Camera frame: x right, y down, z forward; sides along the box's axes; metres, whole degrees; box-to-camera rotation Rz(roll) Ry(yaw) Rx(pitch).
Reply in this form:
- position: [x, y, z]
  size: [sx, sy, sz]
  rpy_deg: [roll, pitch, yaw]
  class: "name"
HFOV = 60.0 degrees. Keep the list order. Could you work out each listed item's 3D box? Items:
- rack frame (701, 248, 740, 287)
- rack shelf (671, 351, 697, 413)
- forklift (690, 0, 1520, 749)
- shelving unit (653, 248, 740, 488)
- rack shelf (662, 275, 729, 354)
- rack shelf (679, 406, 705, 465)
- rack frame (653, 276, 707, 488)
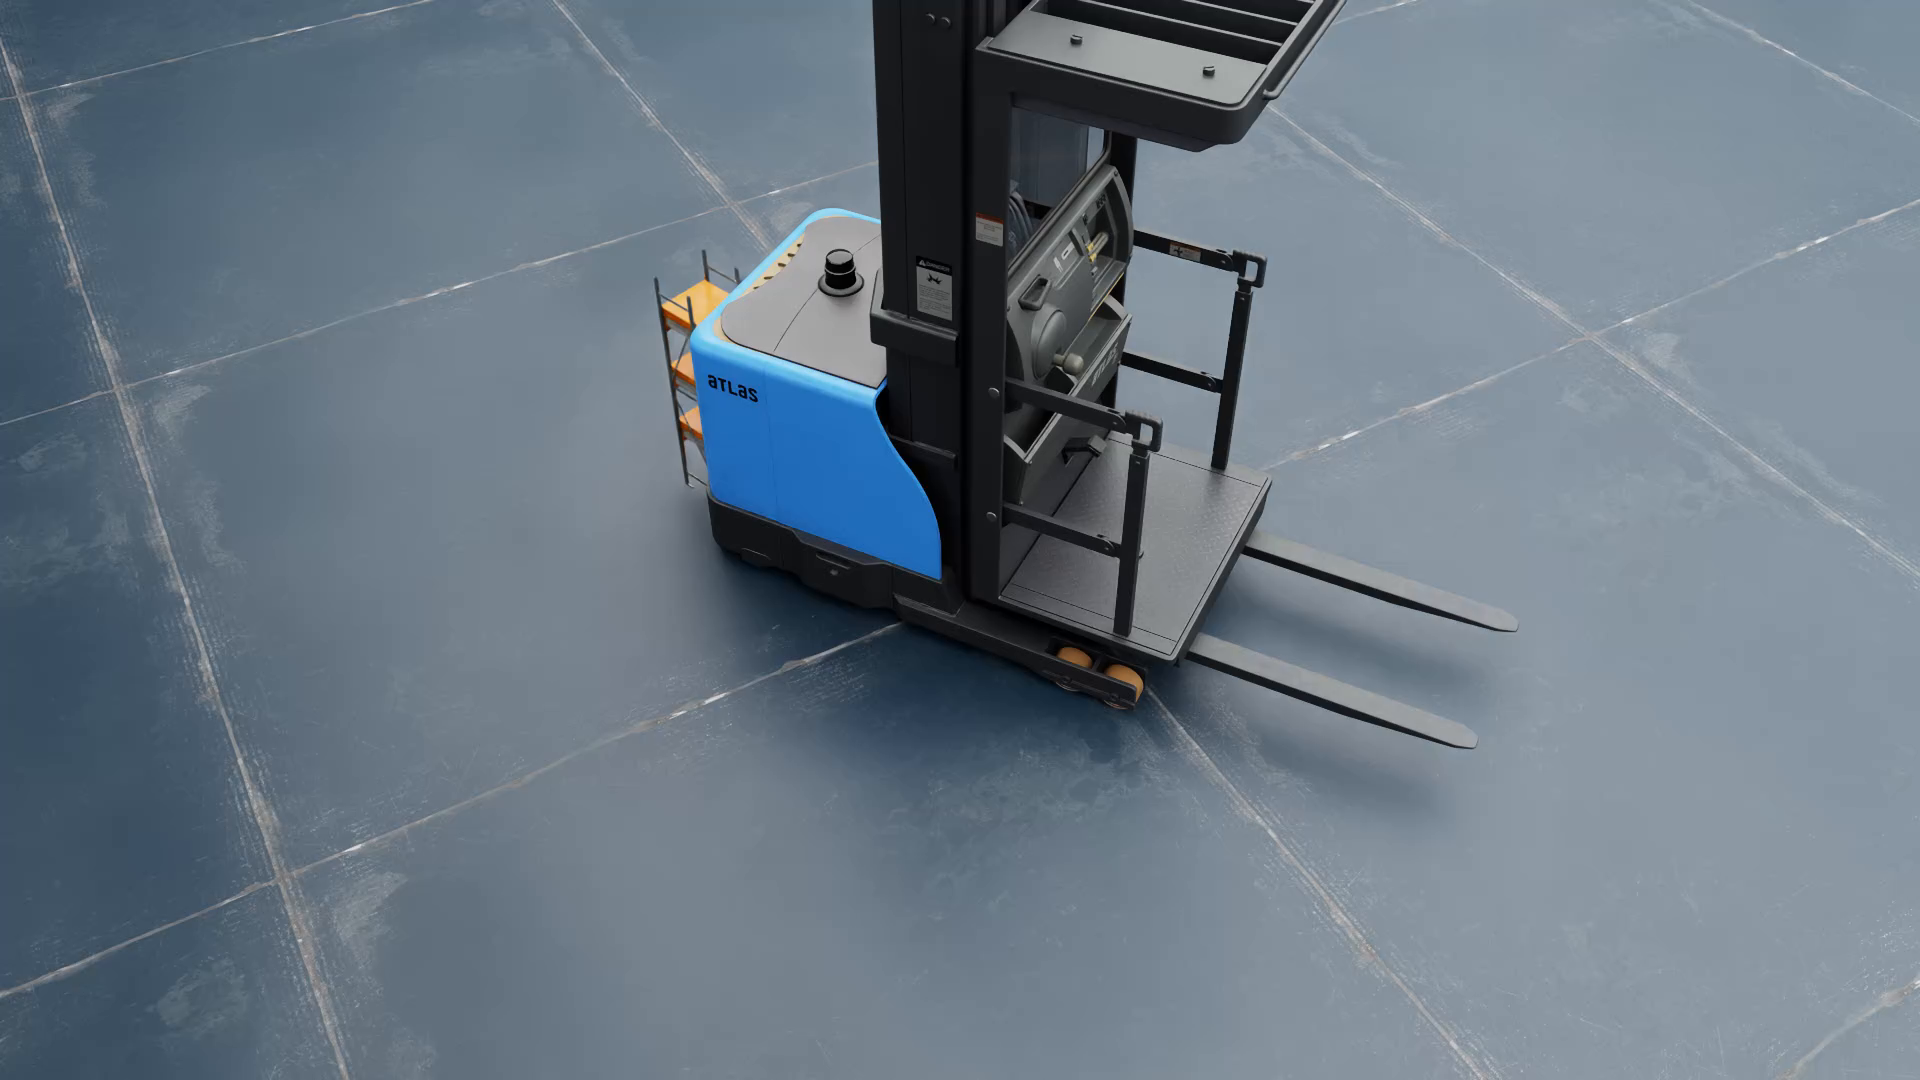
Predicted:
- position: [-0.917, -0.698, 6.715]
  size: [0.200, 1.050, 0.008]
  rpy_deg: [31, 52, 28]
  class: "rack frame"
- position: [-0.997, -0.626, 6.656]
  size: [0.215, 0.259, 0.240]
  rpy_deg: [31, 52, 28]
  class: "rack shelf"
- position: [0.559, -0.857, 5.528]
  size: [3.031, 2.935, 1.130]
  rpy_deg: [19, 47, 19]
  class: "forklift"
- position: [-0.997, -0.634, 6.649]
  size: [0.215, 1.050, 0.252]
  rpy_deg: [31, 52, 28]
  class: "shelving unit"
- position: [-0.997, -0.830, 6.459]
  size: [0.215, 0.259, 0.240]
  rpy_deg: [31, 52, 28]
  class: "rack shelf"
- position: [-0.997, -0.427, 6.850]
  size: [0.215, 0.259, 0.240]
  rpy_deg: [31, 52, 28]
  class: "rack shelf"
- position: [-1.077, -0.570, 6.583]
  size: [0.200, 1.050, 0.008]
  rpy_deg: [31, 52, 28]
  class: "rack frame"
